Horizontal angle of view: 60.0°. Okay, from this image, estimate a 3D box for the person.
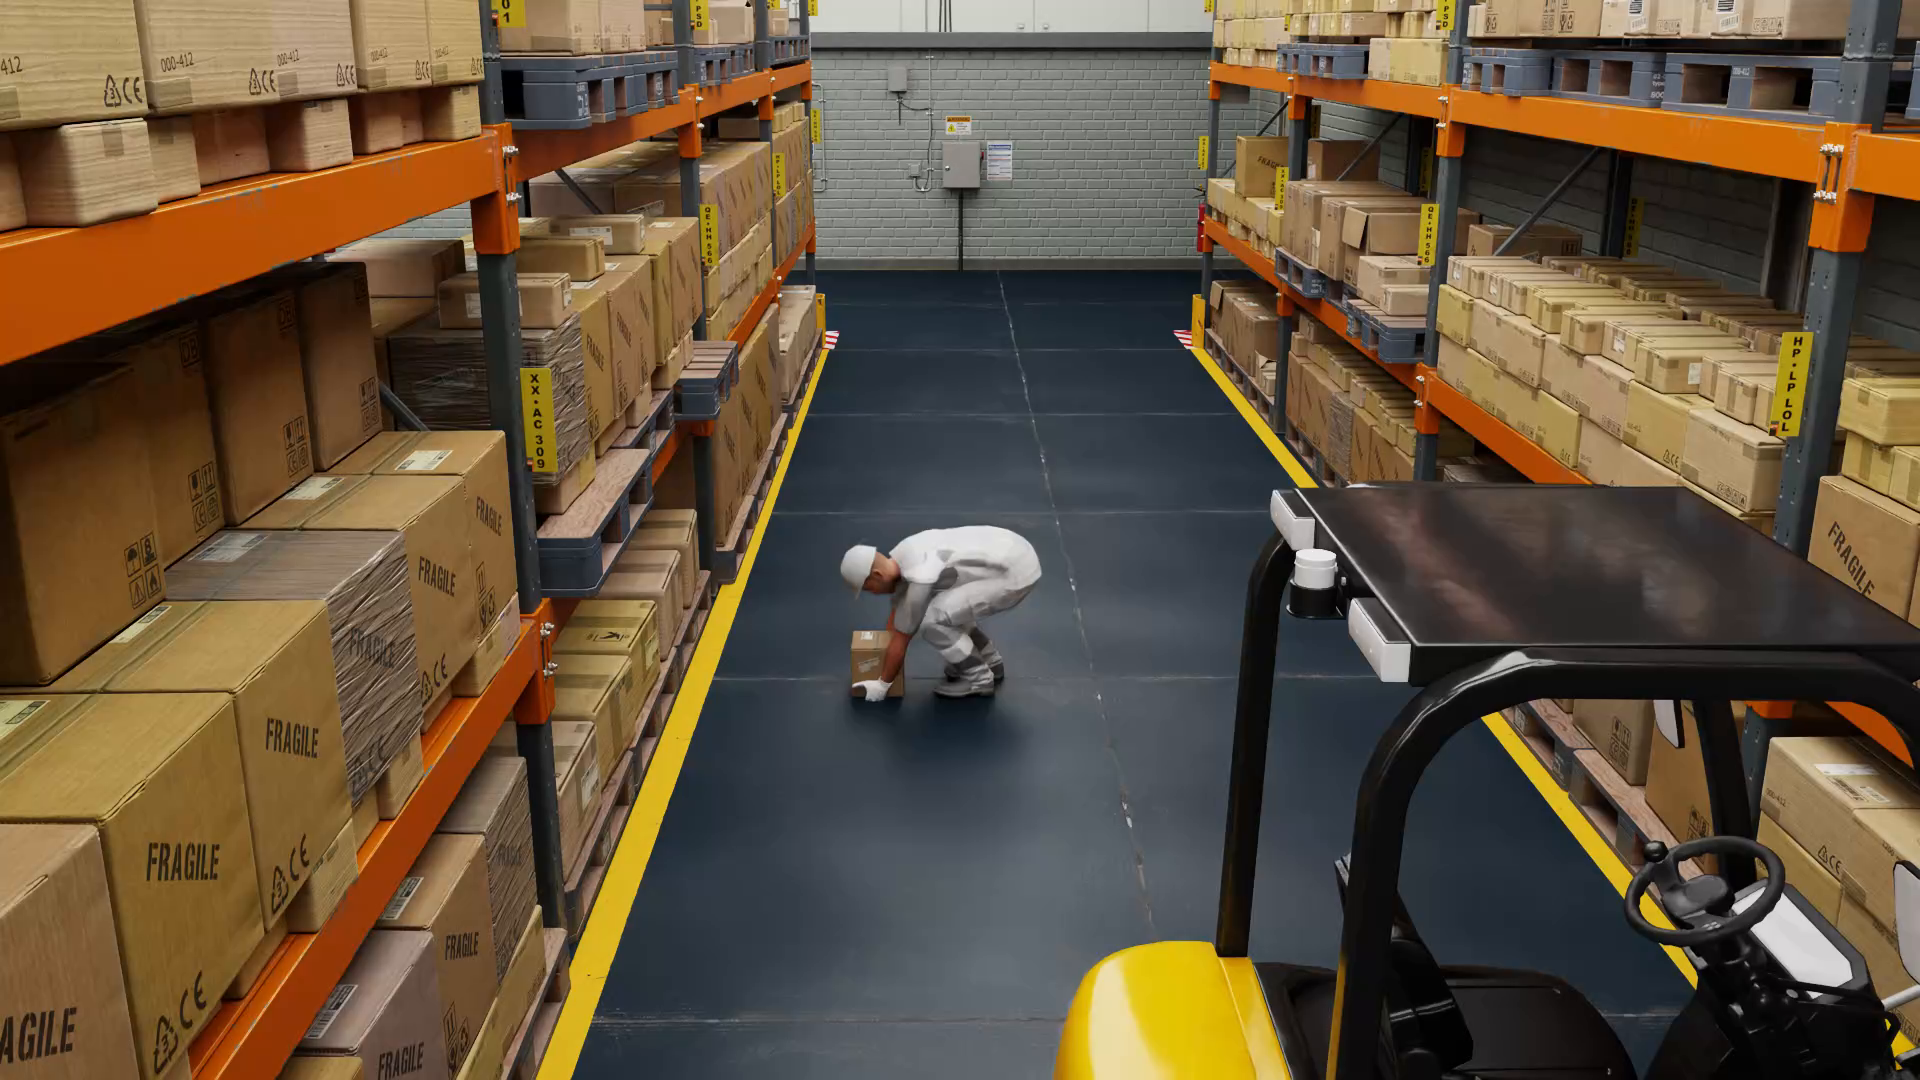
[{"bbox_3d":[-0.090,0.351,8.082,0.966,0.830,0.516,-1,17,-2],"label":"person"}]
